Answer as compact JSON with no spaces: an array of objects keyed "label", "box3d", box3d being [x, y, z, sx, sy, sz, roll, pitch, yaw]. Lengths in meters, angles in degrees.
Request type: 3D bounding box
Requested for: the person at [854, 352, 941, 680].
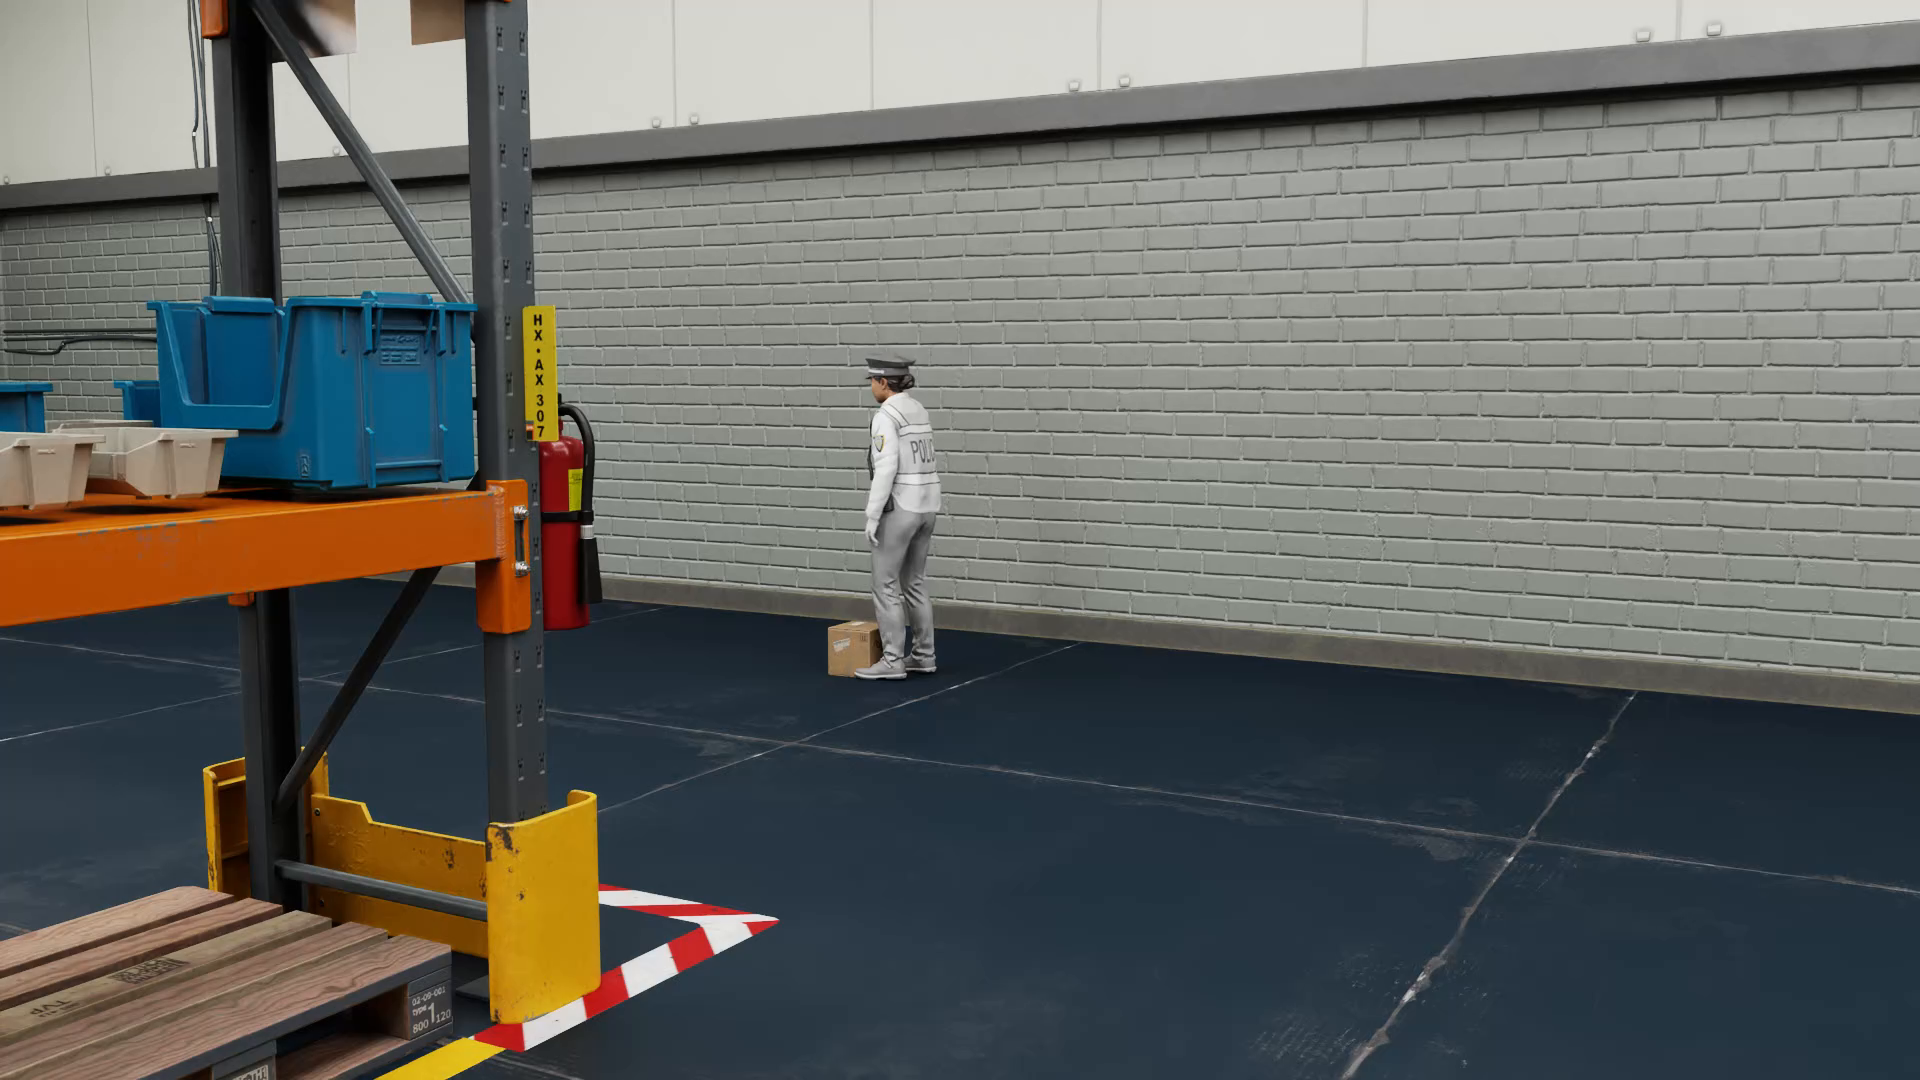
[{"label":"person","box3d":[-0.316,-0.121,8.493,0.403,1.663,0.528,3,7,29]}]
